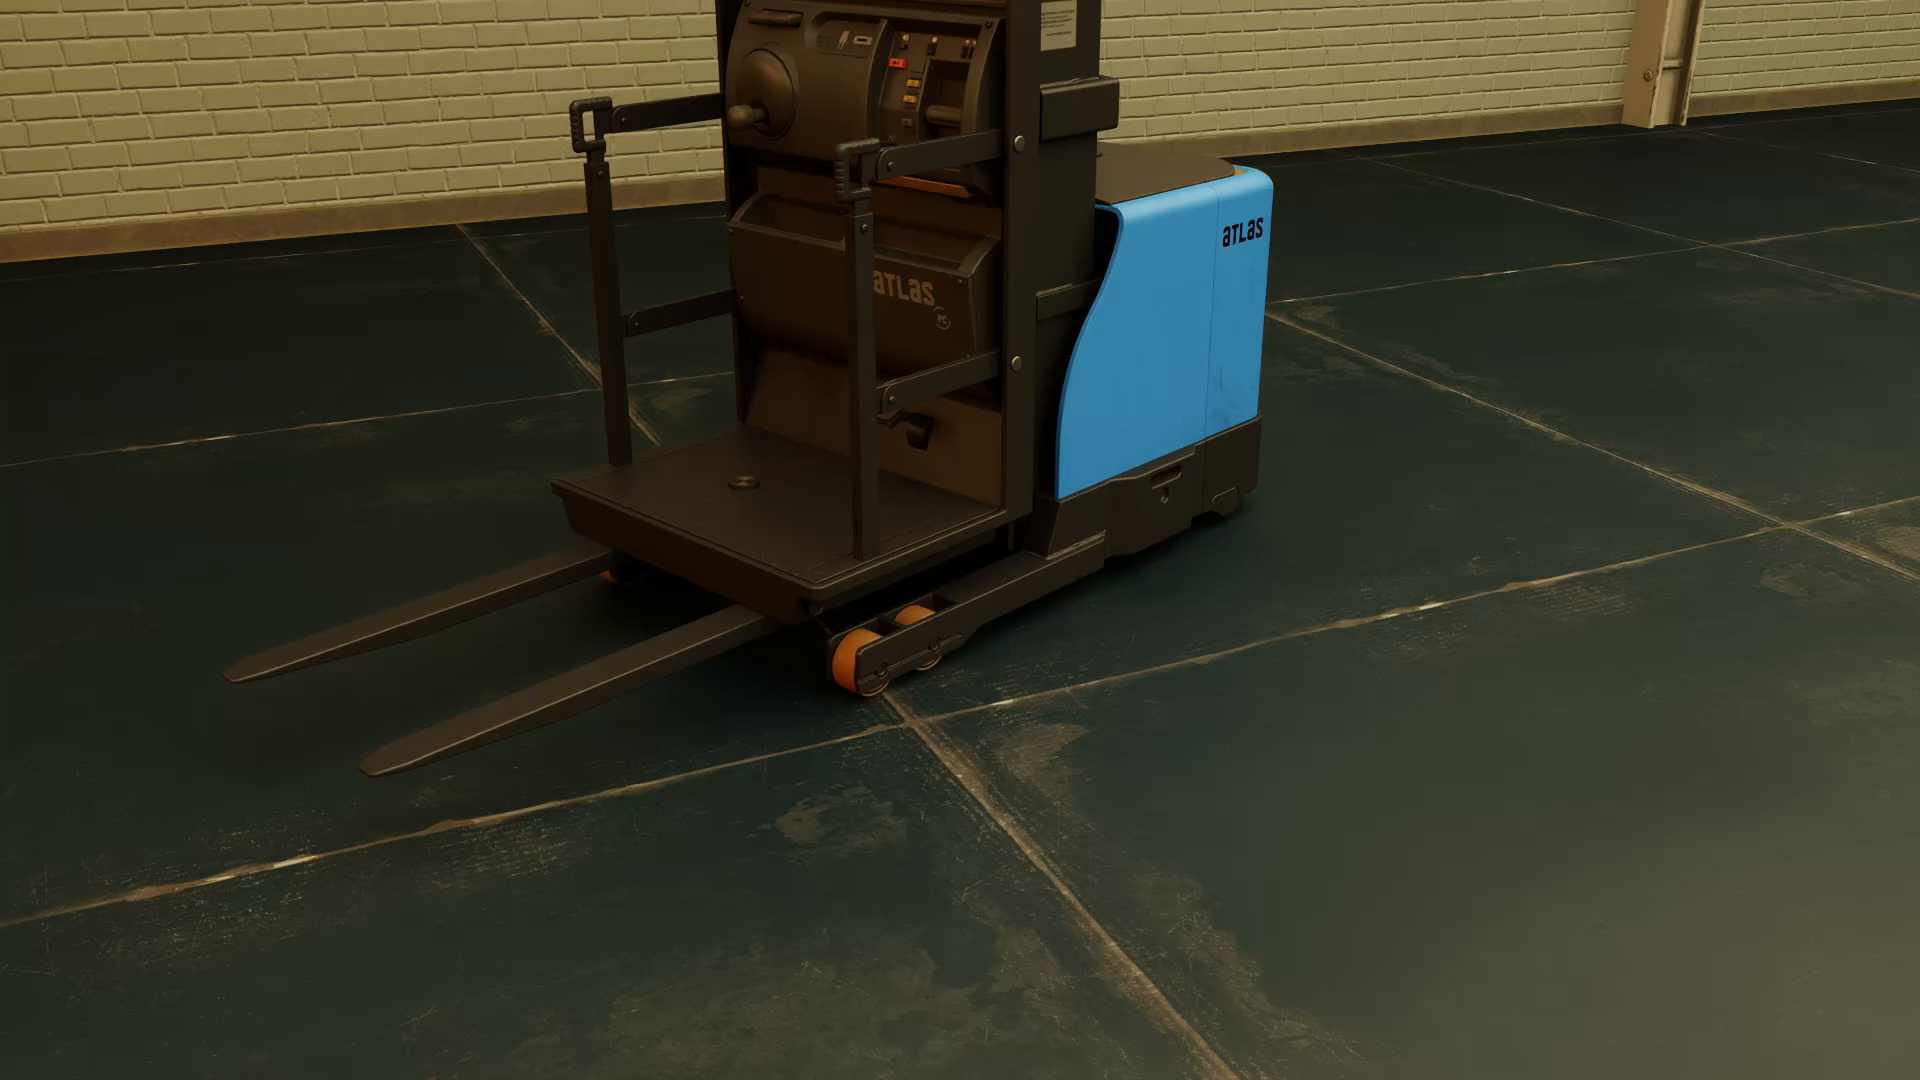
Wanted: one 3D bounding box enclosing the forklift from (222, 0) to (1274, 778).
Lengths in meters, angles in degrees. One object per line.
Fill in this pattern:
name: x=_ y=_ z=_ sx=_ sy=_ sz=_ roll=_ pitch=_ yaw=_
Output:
forklift: x=-0.413 y=-1.182 z=4.131 sx=1.130 sy=2.935 sz=3.031 roll=19 pitch=29 yaw=39
